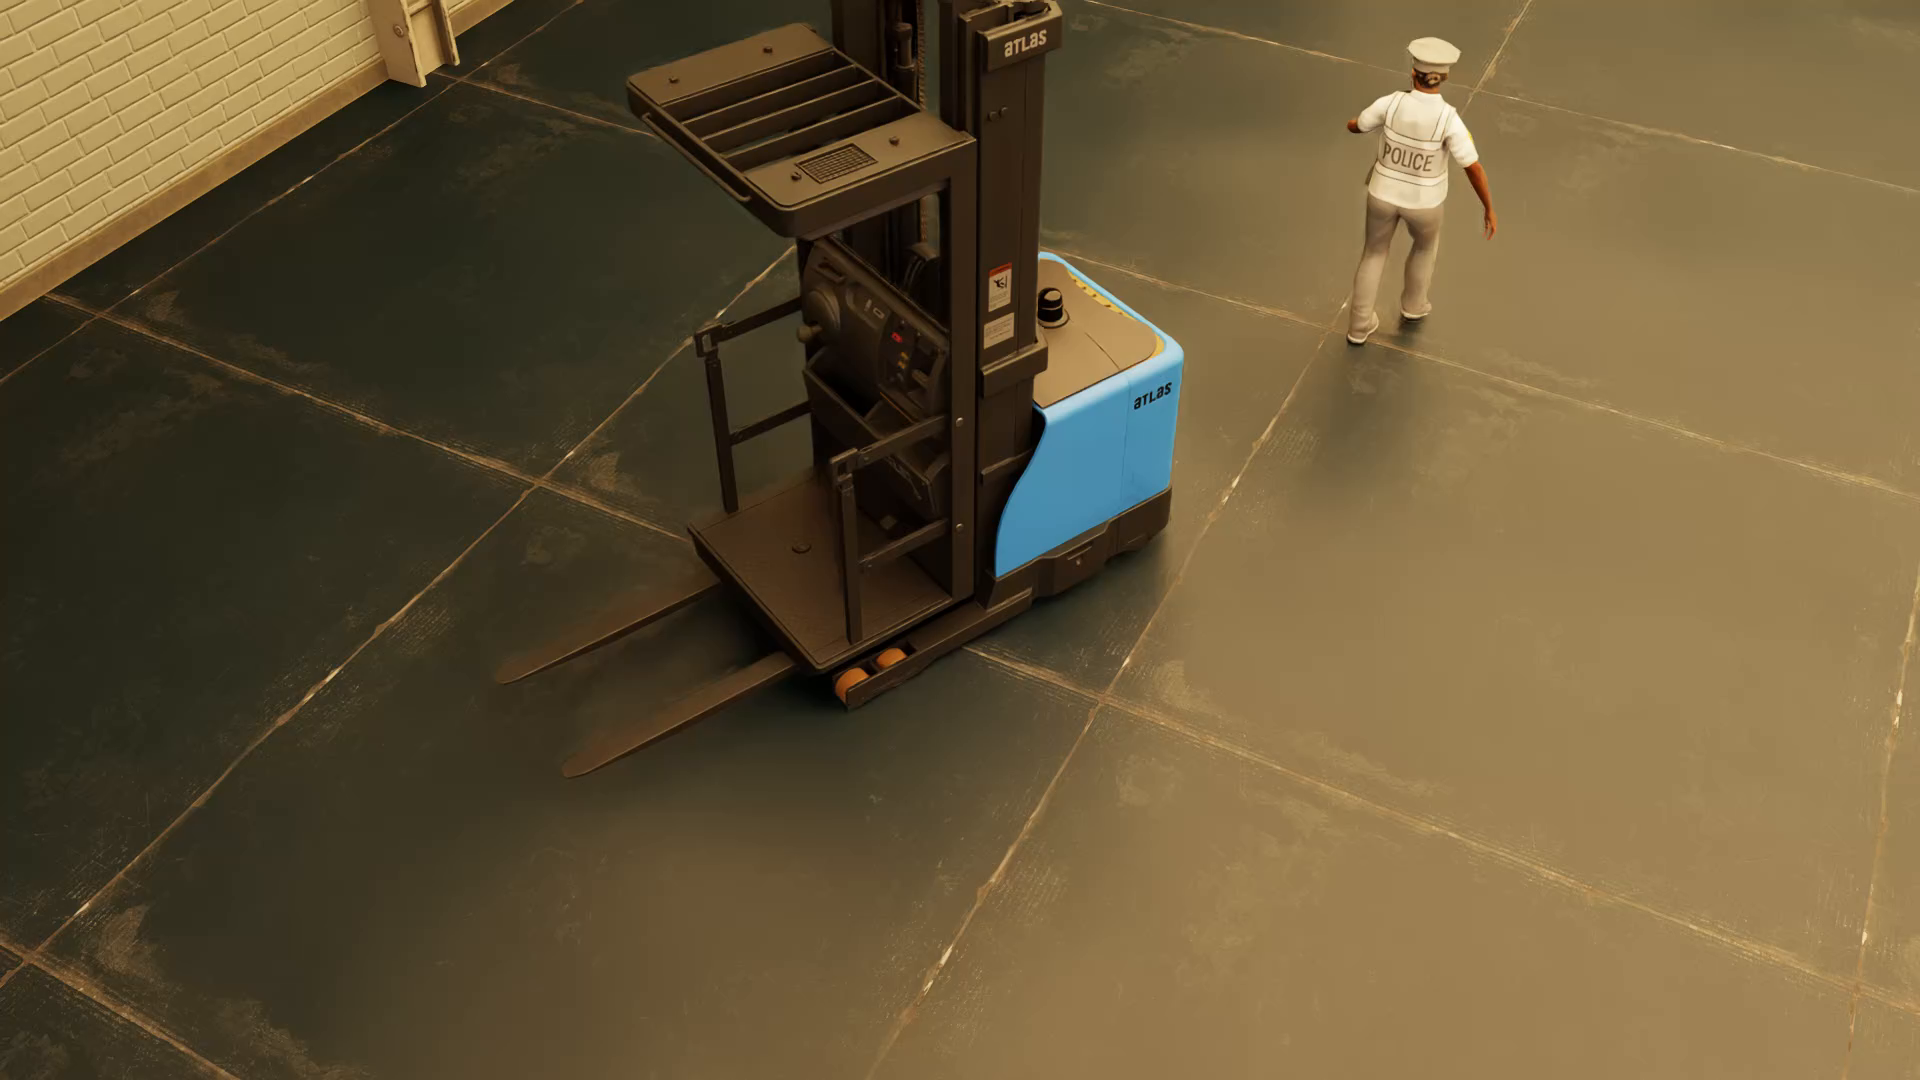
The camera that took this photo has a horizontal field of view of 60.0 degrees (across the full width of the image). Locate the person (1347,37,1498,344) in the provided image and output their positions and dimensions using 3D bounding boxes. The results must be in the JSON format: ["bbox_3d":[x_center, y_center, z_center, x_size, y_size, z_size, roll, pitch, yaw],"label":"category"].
[{"bbox_3d":[2.328,-1.768,8.514,0.915,1.681,0.614,21,47,21],"label":"person"}]

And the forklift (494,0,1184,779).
[{"bbox_3d":[-0.513,-0.774,6.476,3.031,2.935,1.130,-27,49,-26],"label":"forklift"}]
